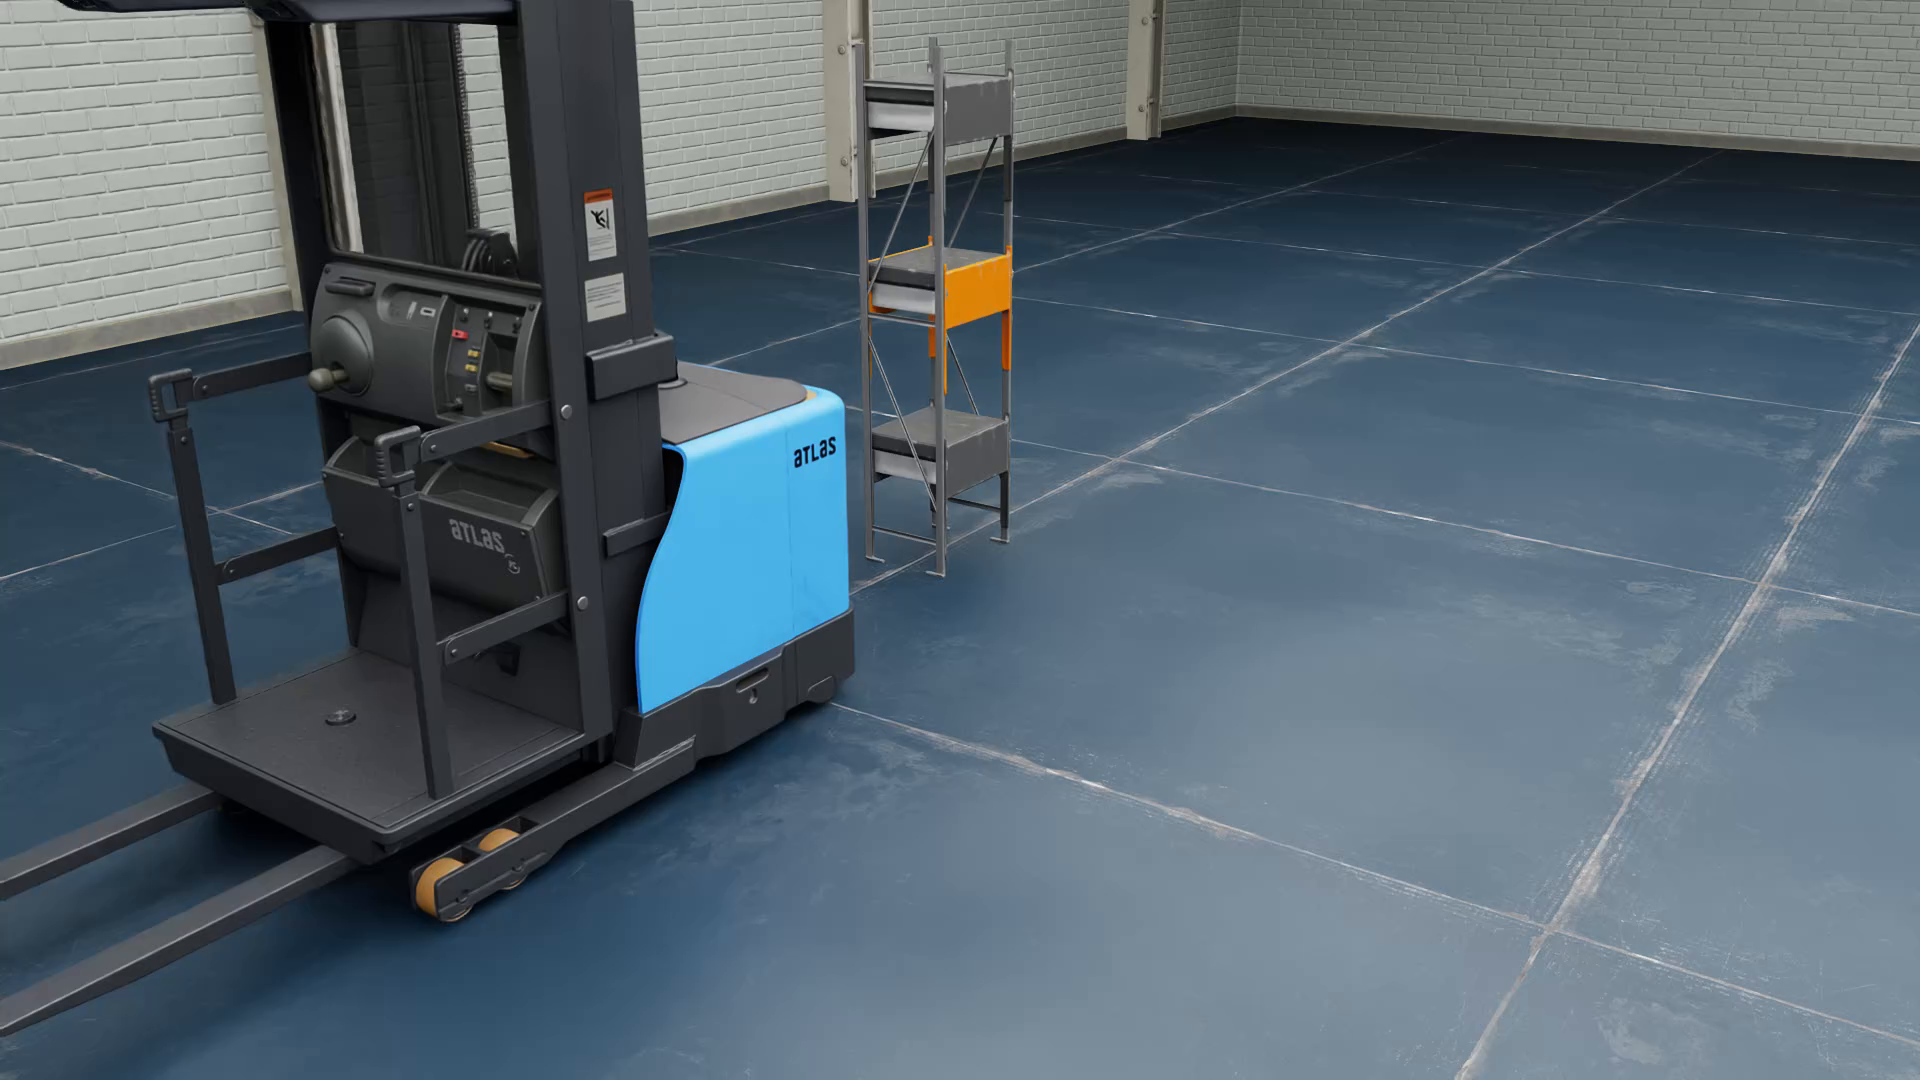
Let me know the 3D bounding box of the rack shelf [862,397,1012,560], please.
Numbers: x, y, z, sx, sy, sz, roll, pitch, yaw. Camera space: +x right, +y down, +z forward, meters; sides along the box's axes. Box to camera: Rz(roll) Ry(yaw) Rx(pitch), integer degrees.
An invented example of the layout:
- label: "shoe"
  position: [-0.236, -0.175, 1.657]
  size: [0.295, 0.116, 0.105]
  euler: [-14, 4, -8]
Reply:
- label: "rack shelf"
  position: [-0.093, -0.268, 7.020]
  size: [0.431, 0.518, 0.480]
  euler: [13, 24, 32]

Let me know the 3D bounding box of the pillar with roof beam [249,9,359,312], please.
- label: "pillar with roof beam"
  position: [-0.878, -5.018, 7.861]
  size: [9.100, 9.000, 0.400]
  euler: [13, 24, 32]

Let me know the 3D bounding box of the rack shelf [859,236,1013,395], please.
- label: "rack shelf"
  position: [-0.093, -0.925, 6.777]
  size: [0.431, 0.518, 0.480]
  euler: [13, 24, 32]

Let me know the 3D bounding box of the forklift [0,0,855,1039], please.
- label: "forklift"
  position: [-1.626, -0.536, 4.488]
  size: [1.130, 2.935, 3.031]
  euler: [14, 24, 33]

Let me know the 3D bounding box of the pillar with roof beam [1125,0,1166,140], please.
- label: "pillar with roof beam"
  position: [5.868, -8.461, 17.169]
  size: [9.100, 9.000, 0.400]
  euler: [13, 24, 32]

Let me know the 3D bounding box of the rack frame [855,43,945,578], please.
- label: "rack frame"
  position: [-0.230, -0.867, 6.583]
  size: [0.400, 2.100, 0.015]
  euler: [13, 24, 32]

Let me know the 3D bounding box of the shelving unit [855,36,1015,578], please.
- label: "shelving unit"
  position: [-0.093, -0.937, 6.772]
  size: [0.431, 2.100, 0.503]
  euler: [13, 24, 32]

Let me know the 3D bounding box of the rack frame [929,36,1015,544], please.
- label: "rack frame"
  position: [0.044, -1.007, 6.962]
  size: [0.400, 2.100, 0.015]
  euler: [13, 24, 32]

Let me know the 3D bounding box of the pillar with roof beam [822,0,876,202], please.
- label: "pillar with roof beam"
  position: [2.495, -6.740, 12.515]
  size: [9.100, 9.000, 0.400]
  euler: [13, 24, 32]

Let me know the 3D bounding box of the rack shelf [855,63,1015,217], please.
- label: "rack shelf"
  position: [-0.093, -1.581, 6.534]
  size: [0.431, 0.518, 0.480]
  euler: [13, 24, 32]
